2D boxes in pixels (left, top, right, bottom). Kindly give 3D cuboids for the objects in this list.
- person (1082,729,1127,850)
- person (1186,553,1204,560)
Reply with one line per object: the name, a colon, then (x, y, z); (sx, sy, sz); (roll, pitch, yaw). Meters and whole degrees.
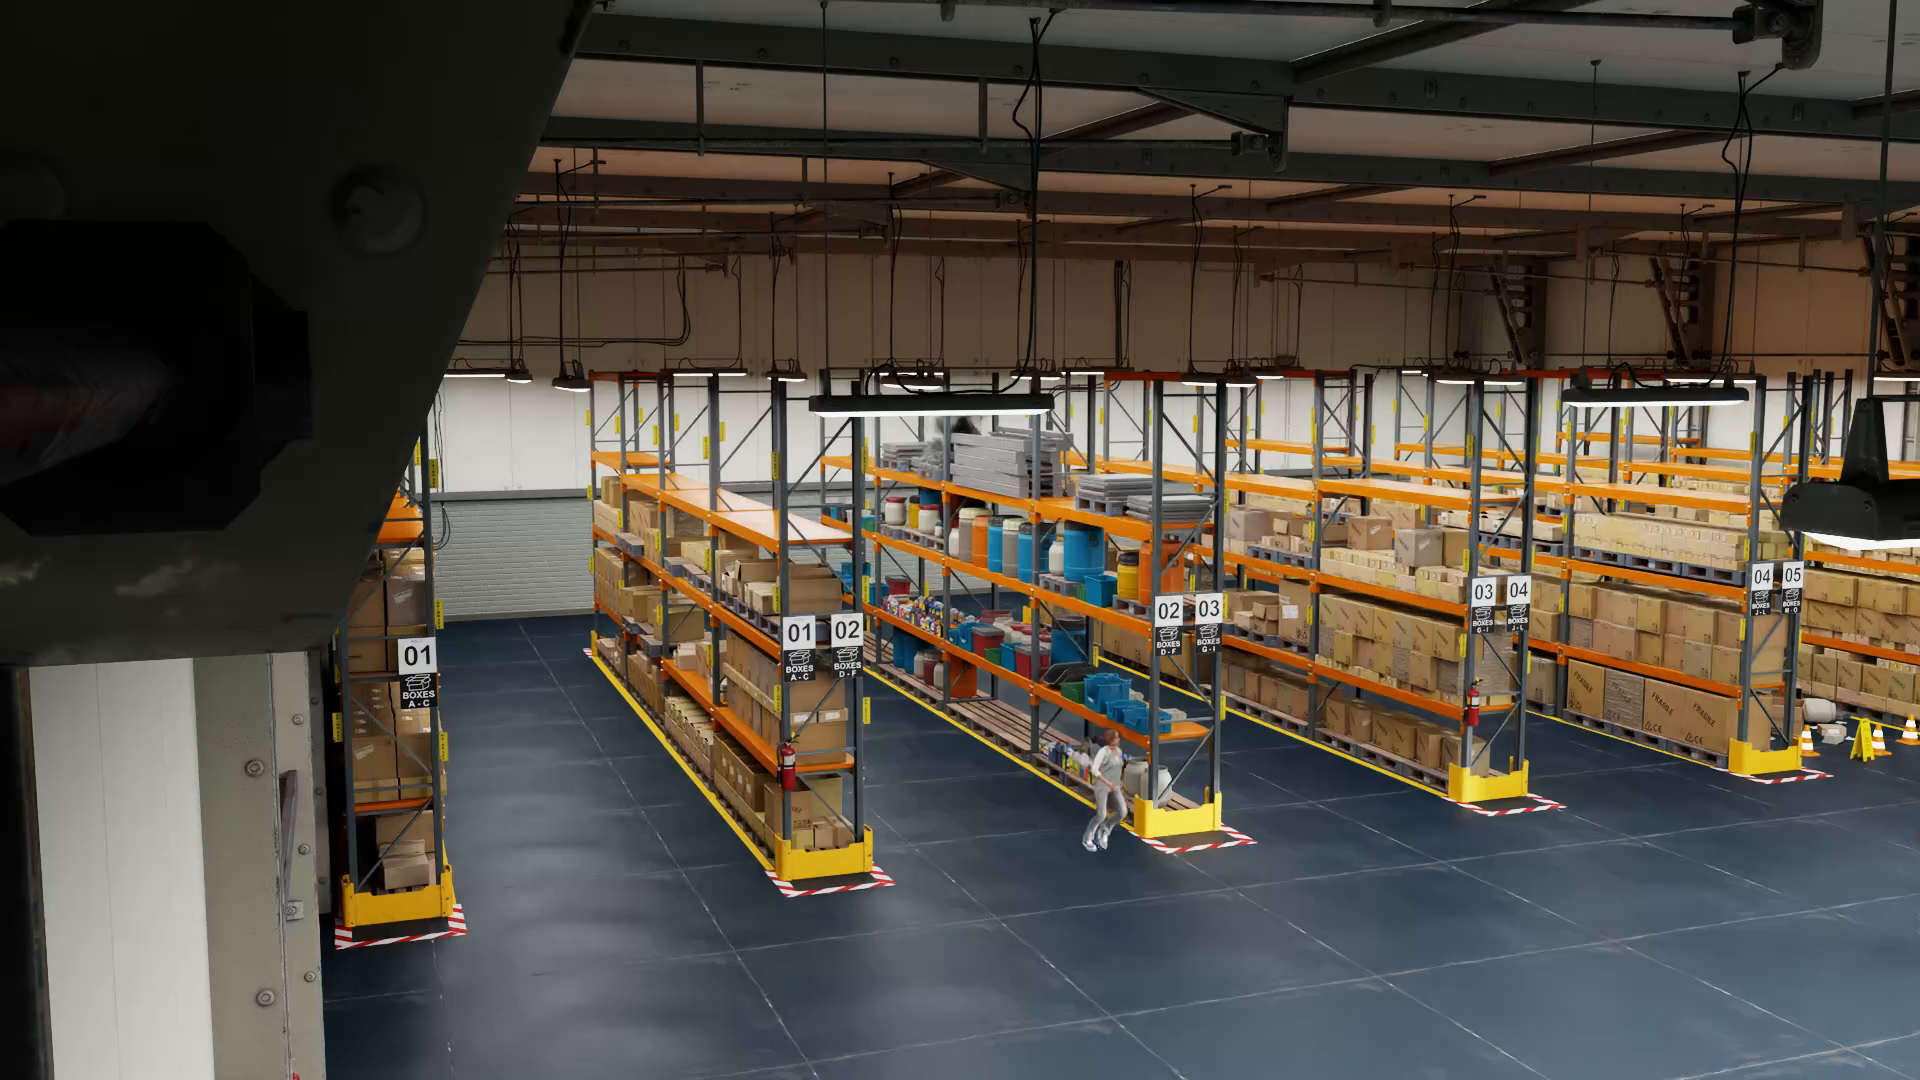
person: (1.912, 3.186, 21.291); (0.601, 1.546, 0.558); (-6, 8, -41)
person: (5.662, 0.944, 40.658); (0.679, 1.784, 0.632); (5, 8, 39)
